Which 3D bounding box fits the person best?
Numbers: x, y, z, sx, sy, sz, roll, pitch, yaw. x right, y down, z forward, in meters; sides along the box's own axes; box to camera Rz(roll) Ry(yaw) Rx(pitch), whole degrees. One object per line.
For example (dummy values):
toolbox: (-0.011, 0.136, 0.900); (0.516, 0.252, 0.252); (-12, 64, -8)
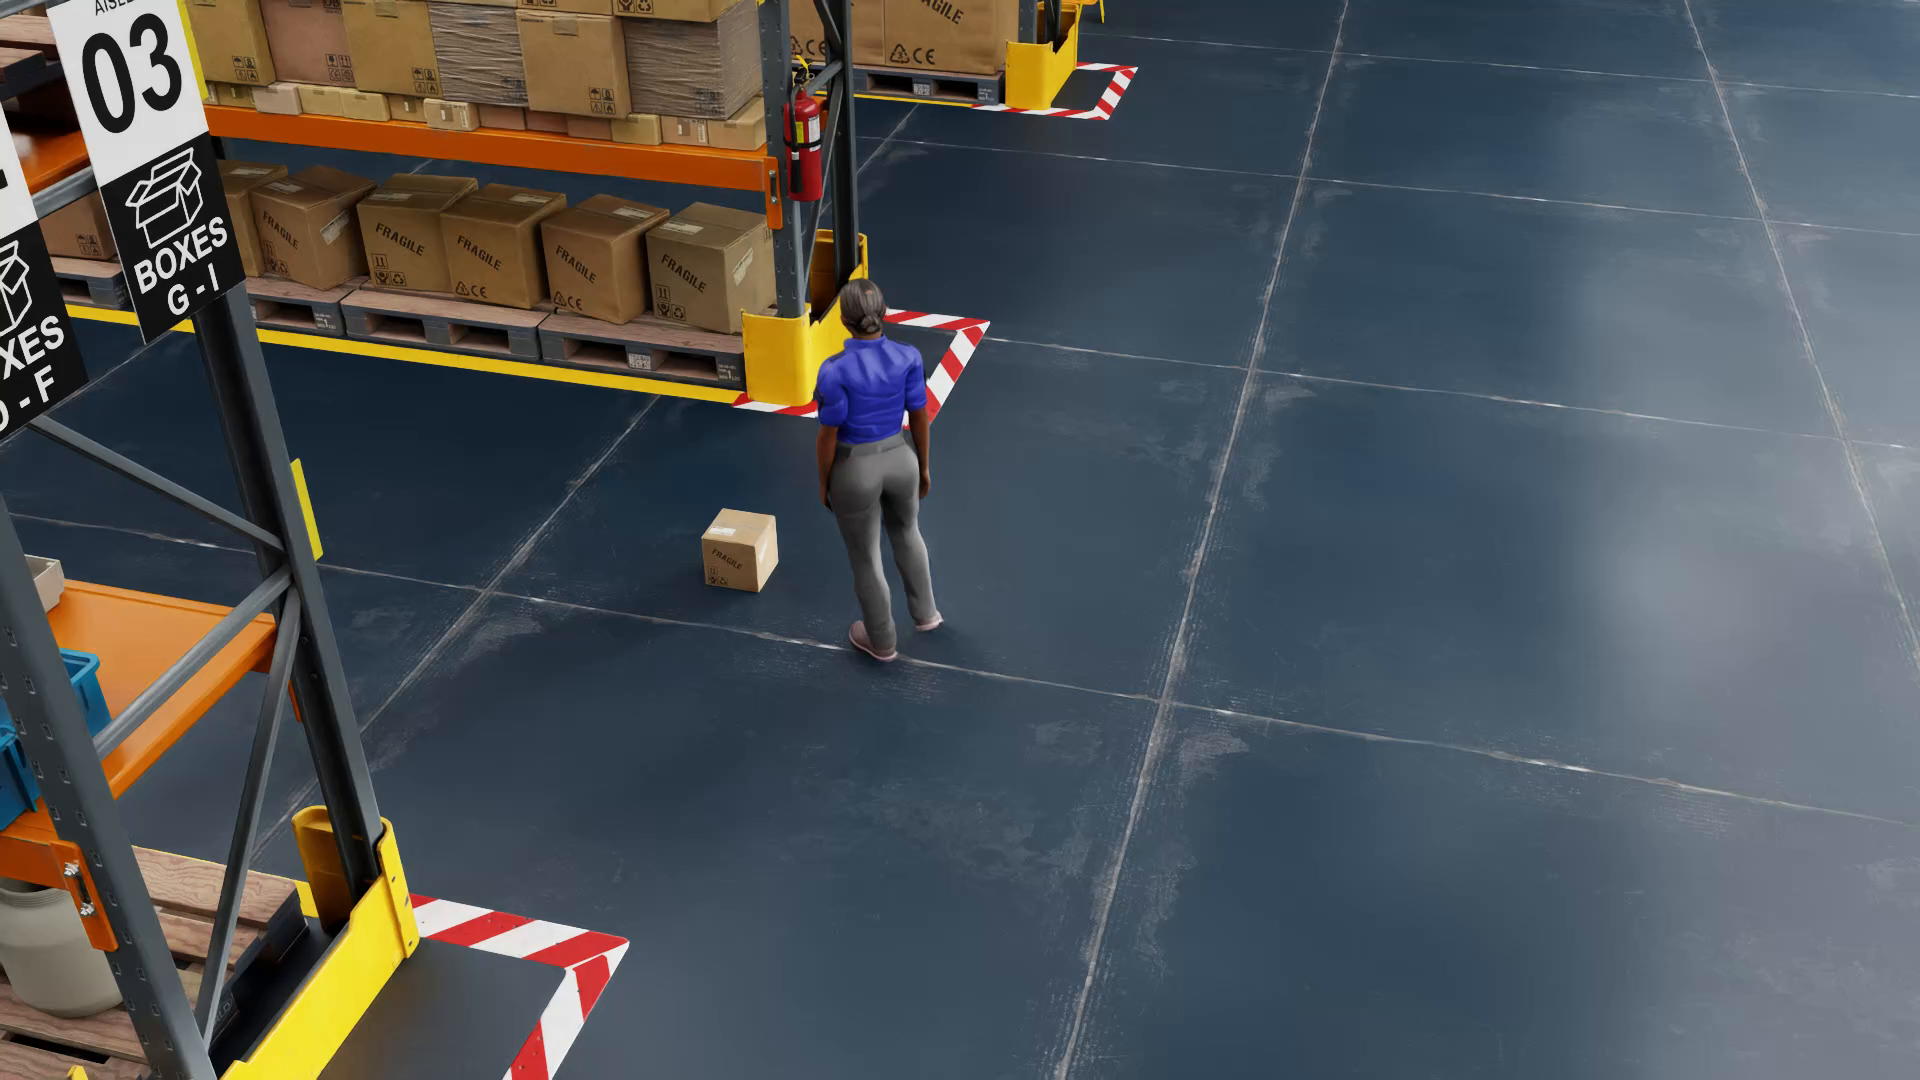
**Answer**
person: (-0.306, -0.258, 6.560); (0.555, 1.703, 0.344); (-15, 36, -22)
